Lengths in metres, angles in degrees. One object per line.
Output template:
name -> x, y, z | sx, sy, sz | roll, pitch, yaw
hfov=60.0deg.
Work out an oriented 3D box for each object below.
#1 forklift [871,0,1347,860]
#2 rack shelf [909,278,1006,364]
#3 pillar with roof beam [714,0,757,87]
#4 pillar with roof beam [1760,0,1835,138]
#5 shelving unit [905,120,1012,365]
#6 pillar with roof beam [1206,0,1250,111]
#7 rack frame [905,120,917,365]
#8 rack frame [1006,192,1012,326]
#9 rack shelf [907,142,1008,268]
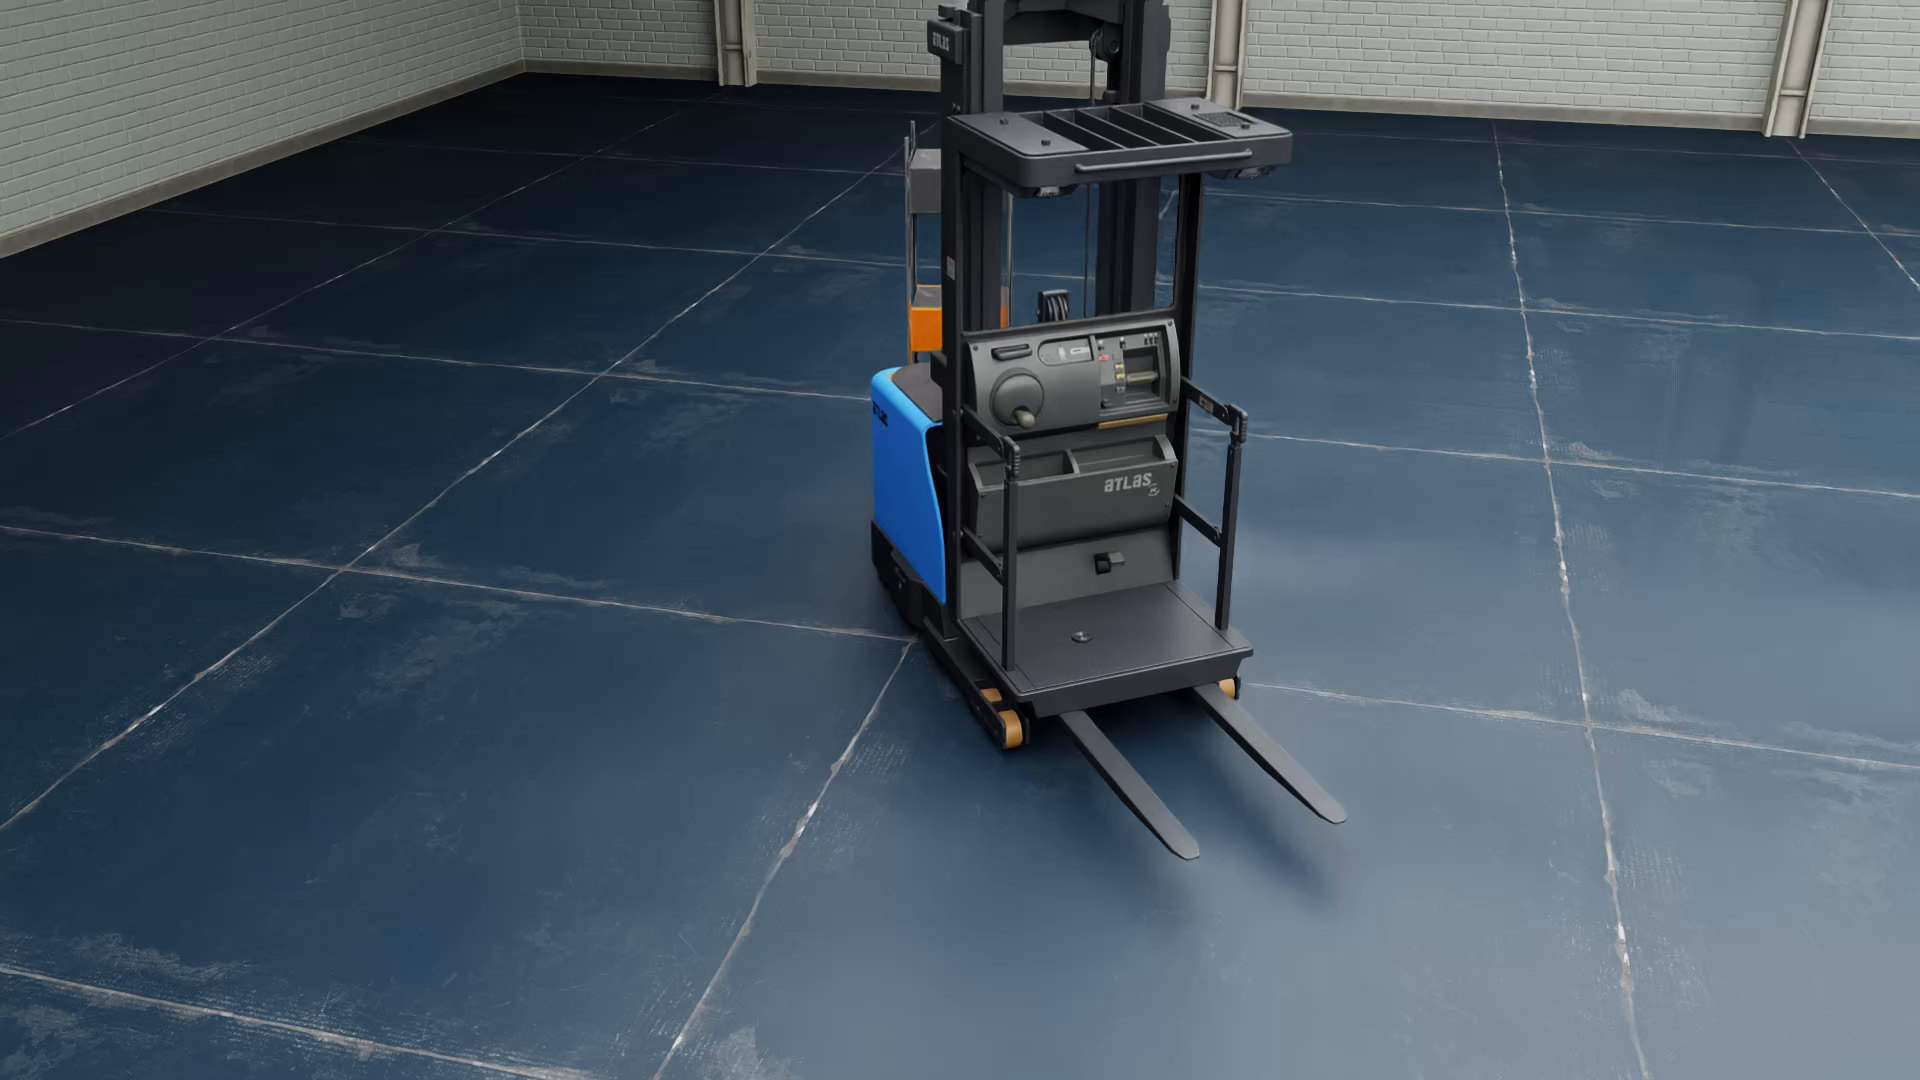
forklift -> 0.562, -0.654, 6.714 | 1.130, 2.935, 3.031 | -9, 27, -19
rack shelf -> 0.000, -1.022, 8.486 | 0.480, 0.518, 0.431 | 1, 25, 3
pillar with roof beam -> -3.824, -7.931, 14.940 | 0.400, 9.000, 9.100 | 6, 26, 13
pillar with roof beam -> 7.798, -6.646, 12.241 | 0.400, 9.000, 9.100 | 6, 26, 13
shelving unit -> 0.000, -1.035, 8.481 | 0.503, 2.100, 0.431 | 1, 25, 3
pillar with roof beam -> 1.987, -7.289, 13.591 | 0.400, 9.000, 9.100 | 6, 26, 13
rack frame -> -0.244, -1.041, 8.493 | 0.015, 2.100, 0.400 | 1, 25, 3
rack frame -> 0.244, -1.029, 8.468 | 0.015, 2.100, 0.400 | 1, 25, 3
rack shelf -> 0.000, -1.654, 8.186 | 0.480, 0.518, 0.431 | 1, 25, 3
